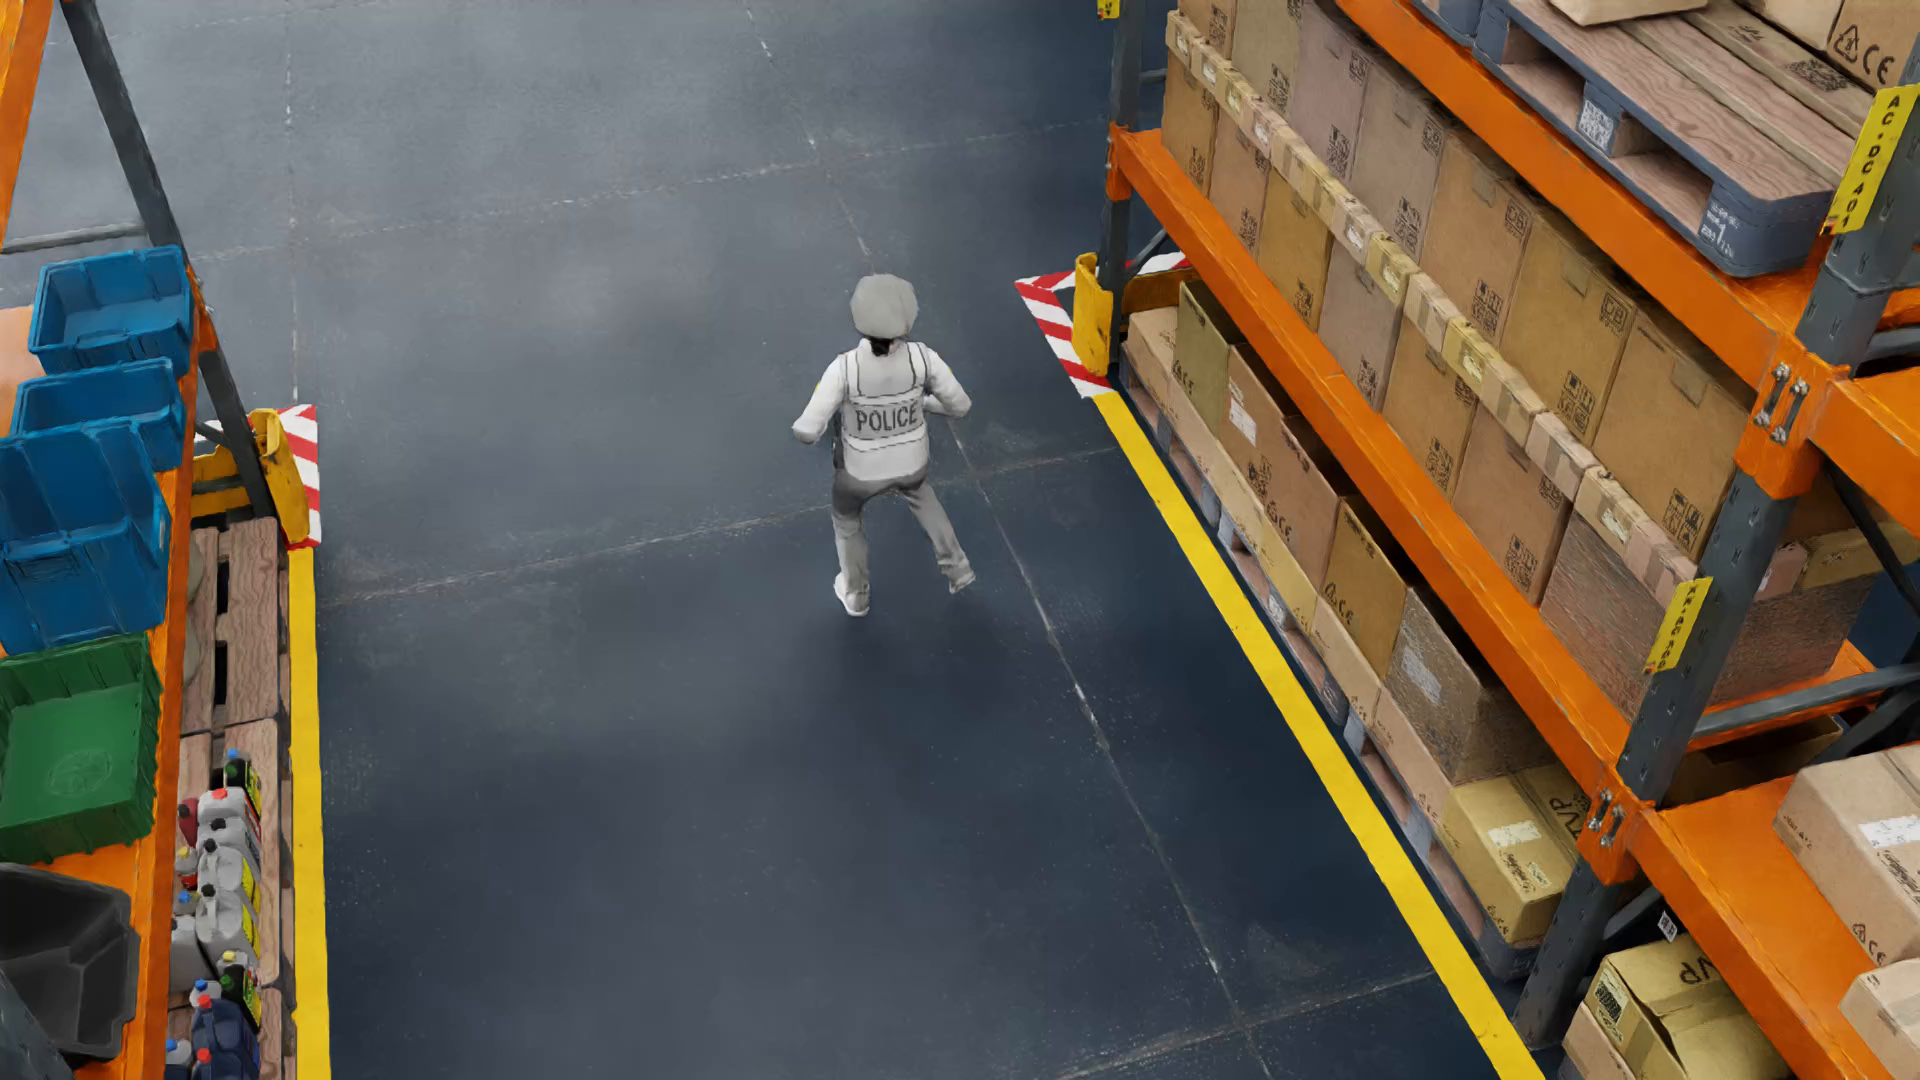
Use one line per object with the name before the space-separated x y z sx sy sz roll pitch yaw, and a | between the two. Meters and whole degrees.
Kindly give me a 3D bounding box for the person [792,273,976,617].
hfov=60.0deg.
person | -0.309 -0.337 6.532 0.727 1.670 0.461 -14 44 -15
